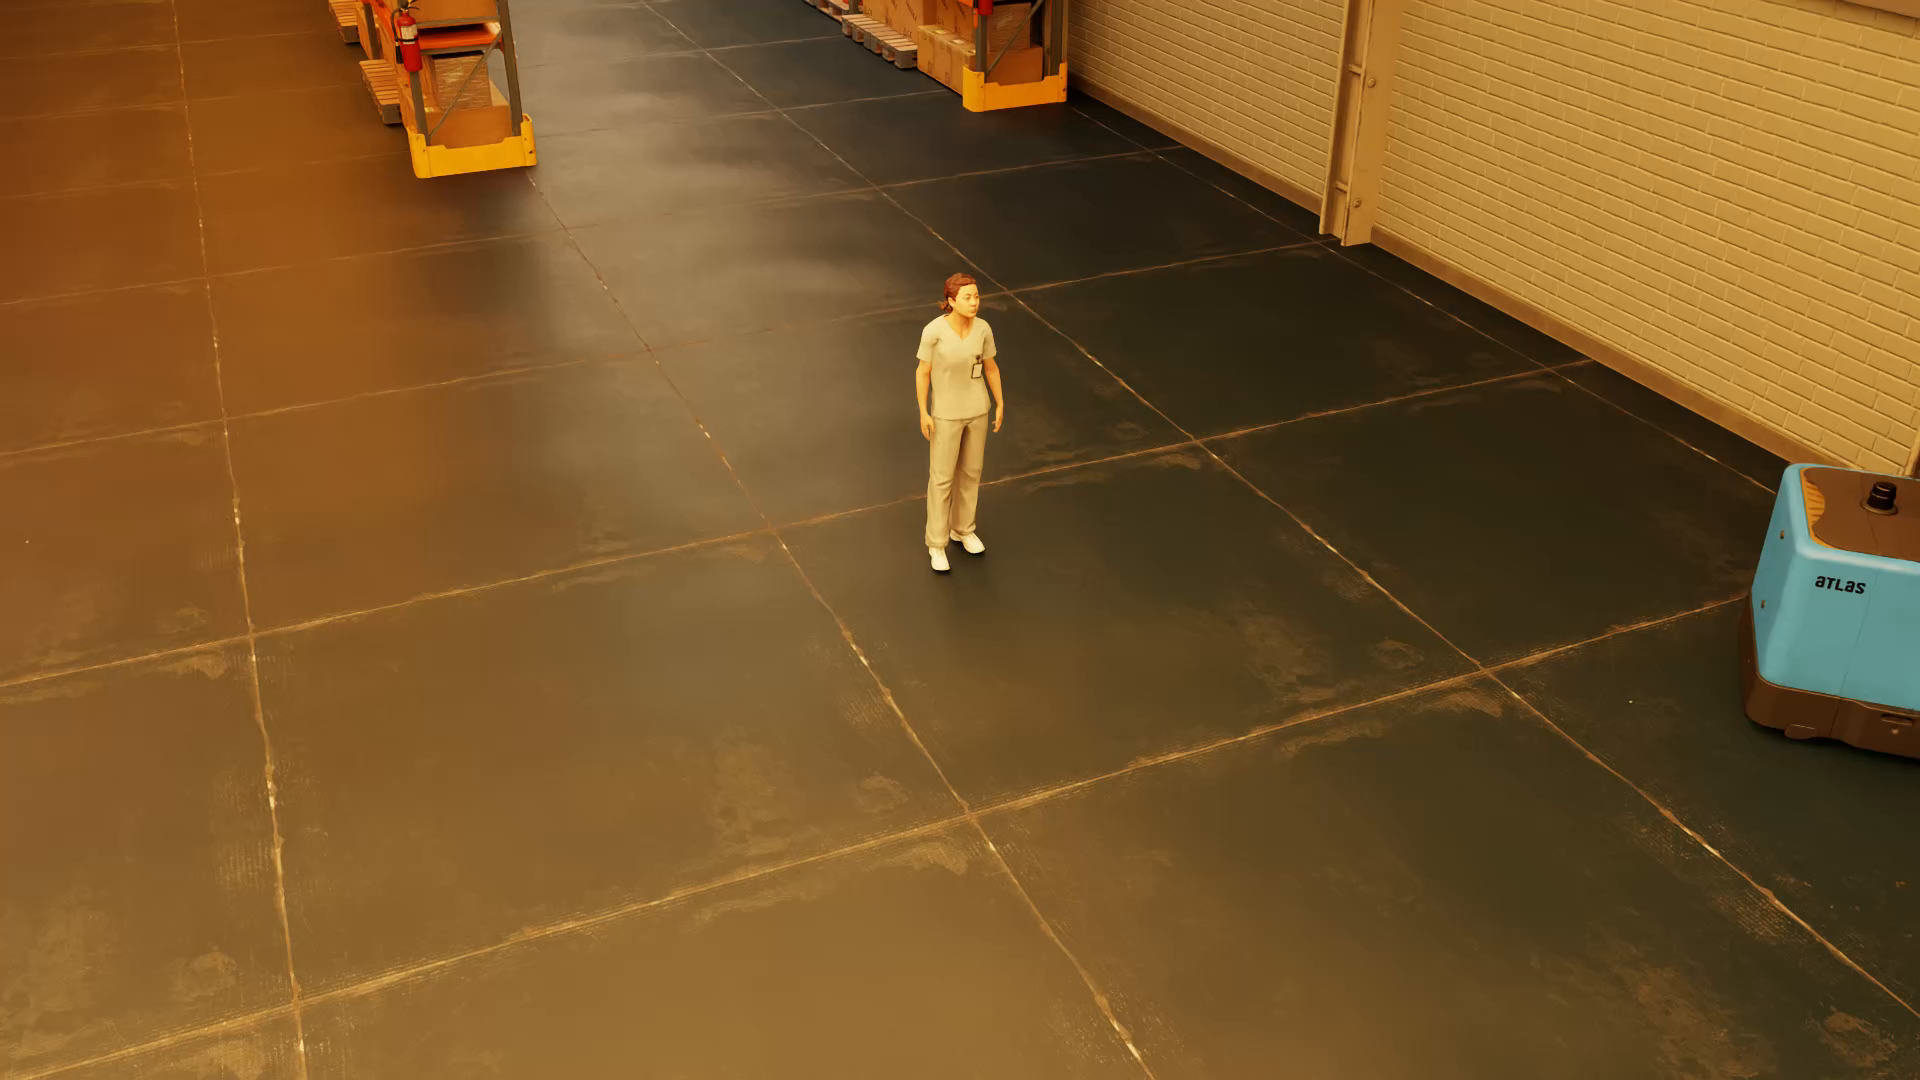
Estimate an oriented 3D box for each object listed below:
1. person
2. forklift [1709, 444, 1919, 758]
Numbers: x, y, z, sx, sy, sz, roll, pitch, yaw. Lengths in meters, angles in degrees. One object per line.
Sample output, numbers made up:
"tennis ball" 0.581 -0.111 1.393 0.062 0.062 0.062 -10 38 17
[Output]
"person" 0.017 -0.698 9.589 0.549 1.673 0.548 -12 32 -20
"forklift" 5.397 -0.307 7.657 3.031 2.935 1.130 10 31 17
